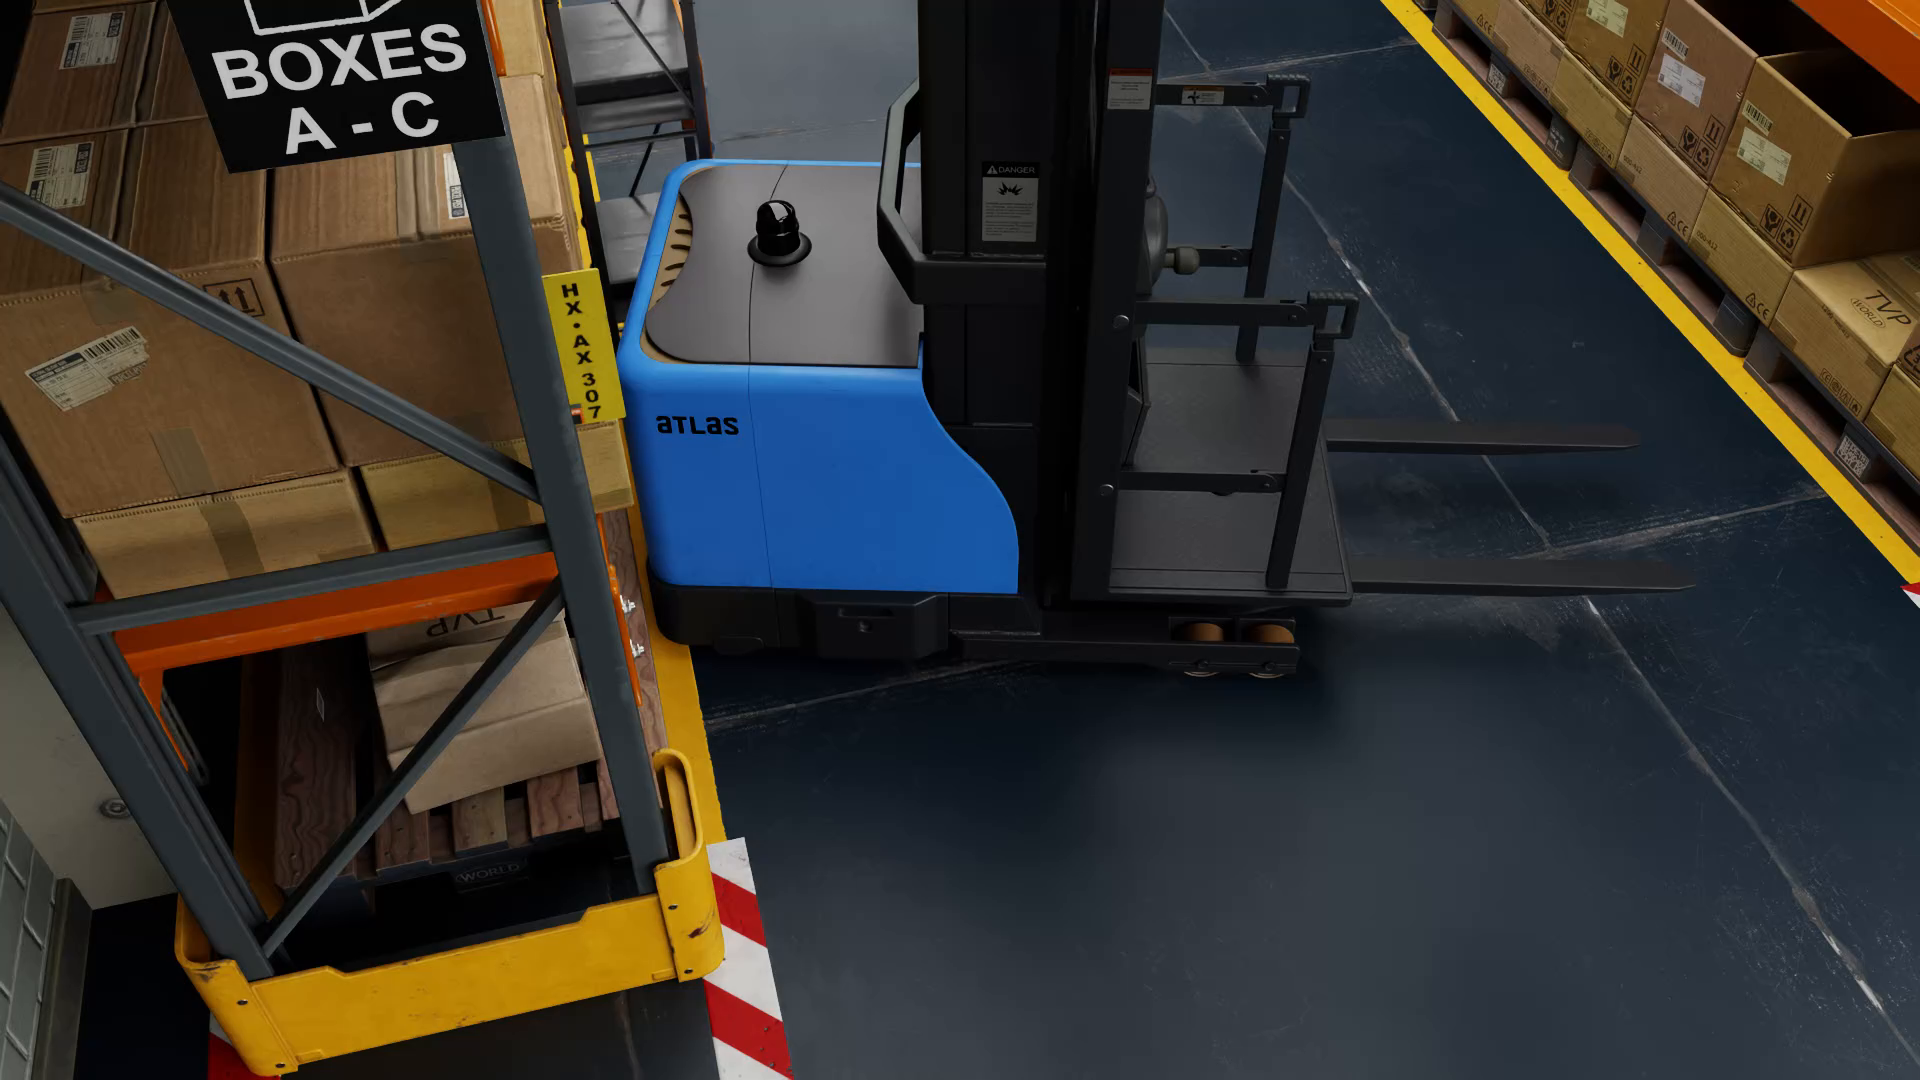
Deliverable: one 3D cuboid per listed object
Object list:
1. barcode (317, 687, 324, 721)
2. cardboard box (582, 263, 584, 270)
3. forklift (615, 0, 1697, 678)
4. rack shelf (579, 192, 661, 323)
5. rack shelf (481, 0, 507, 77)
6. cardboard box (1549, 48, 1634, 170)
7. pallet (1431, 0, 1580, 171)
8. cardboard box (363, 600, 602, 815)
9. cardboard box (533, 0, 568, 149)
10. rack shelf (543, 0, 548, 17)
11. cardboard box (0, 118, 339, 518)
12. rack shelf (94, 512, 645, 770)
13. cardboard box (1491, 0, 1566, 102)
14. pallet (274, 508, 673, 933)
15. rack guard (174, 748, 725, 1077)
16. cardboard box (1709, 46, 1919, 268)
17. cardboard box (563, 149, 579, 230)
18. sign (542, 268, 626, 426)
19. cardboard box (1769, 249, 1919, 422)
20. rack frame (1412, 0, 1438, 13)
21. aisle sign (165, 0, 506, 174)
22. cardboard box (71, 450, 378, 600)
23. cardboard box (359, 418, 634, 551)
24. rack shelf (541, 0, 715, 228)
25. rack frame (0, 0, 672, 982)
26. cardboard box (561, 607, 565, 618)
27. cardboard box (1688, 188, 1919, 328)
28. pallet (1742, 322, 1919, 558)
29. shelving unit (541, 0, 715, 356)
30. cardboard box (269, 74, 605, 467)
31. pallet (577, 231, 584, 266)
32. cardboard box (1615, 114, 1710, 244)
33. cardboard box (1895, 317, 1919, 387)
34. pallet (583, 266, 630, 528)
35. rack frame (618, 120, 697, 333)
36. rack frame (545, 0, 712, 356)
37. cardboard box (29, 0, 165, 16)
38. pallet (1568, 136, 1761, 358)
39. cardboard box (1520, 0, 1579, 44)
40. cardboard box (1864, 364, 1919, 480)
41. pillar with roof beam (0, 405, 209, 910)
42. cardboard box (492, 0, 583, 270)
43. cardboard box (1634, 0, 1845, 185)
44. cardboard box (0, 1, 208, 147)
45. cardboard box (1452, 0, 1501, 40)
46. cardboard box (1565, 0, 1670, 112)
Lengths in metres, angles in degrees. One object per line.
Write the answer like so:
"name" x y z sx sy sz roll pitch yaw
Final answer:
"barcode" -1.654 0.425 4.301 0.001 0.075 0.075 -11 47 -10
"cardboard box" -1.137 -0.631 3.859 0.500 0.250 0.500 -12 47 -12
"forklift" 0.630 -1.011 4.189 3.031 2.935 1.130 1 46 1
"rack shelf" -1.011 -0.850 5.611 0.431 0.518 0.480 -11 47 -11
"rack shelf" -1.685 -2.104 3.615 1.077 0.370 4.000 -11 47 -10
"cardboard box" 2.663 -1.712 6.459 0.500 0.250 0.500 -11 47 -10
"pallet" 2.754 -2.062 7.123 1.003 0.211 1.213 -11 47 -10
"cardboard box" -1.263 0.368 4.364 0.500 0.311 0.500 -16 48 -15
"cardboard box" -1.247 -1.228 3.919 0.500 0.500 0.500 -12 47 -12
"rack shelf" -1.012 -1.832 4.613 0.431 0.518 0.480 -11 47 -11
"cardboard box" -1.499 -0.429 3.136 0.500 0.500 0.500 -11 47 -11
"rack shelf" -1.685 -1.054 4.687 1.077 0.370 4.000 -11 47 -10
"cardboard box" 2.540 -2.058 6.798 0.500 0.250 0.500 -11 47 -10
"pallet" -1.366 0.431 4.680 1.003 0.211 1.213 -11 47 -10
"rack guard" -1.192 0.897 4.021 1.175 0.500 0.348 -11 47 -10
"cardboard box" 2.920 -1.284 5.514 0.500 0.500 0.500 -11 47 -10
"cardboard box" -1.262 -0.983 4.205 0.500 0.250 0.500 -11 47 -11
"sign" -0.648 -0.328 2.865 0.100 0.325 0.005 -11 47 -10
"cardboard box" 3.052 -0.677 5.445 0.500 0.250 0.500 -11 47 -10
"rack frame" 2.591 -3.595 6.673 1.000 3.000 0.127 -11 47 -10
"aisle sign" -0.864 -0.840 2.153 0.394 0.787 0.004 -11 47 -10
"cardboard box" -1.480 -0.167 3.404 0.500 0.250 0.500 -10 46 -10
"cardboard box" -0.991 -0.275 3.510 0.500 0.250 0.500 -12 47 -11
"rack shelf" -1.011 -1.341 5.112 0.431 0.518 0.480 -11 47 -11
"rack frame" -1.173 0.075 3.076 1.000 3.000 0.127 -11 47 -10
"cardboard box" -1.409 -0.026 4.750 0.500 0.311 0.500 -7 46 -7
"cardboard box" 2.923 -1.022 5.783 0.500 0.250 0.500 -11 47 -10
"pallet" 3.379 -0.378 5.472 1.003 0.211 1.213 -11 47 -10
"shelving unit" -1.011 -1.350 5.102 0.431 2.100 0.503 -11 47 -11
"cardboard box" -1.004 -0.527 3.232 0.500 0.500 0.500 -11 47 -10
"pallet" -1.991 -1.254 6.331 1.003 0.211 1.213 -11 47 -10
"cardboard box" 2.796 -1.368 6.121 0.500 0.250 0.500 -11 47 -10
"cardboard box" 3.190 -0.596 4.840 0.500 0.500 0.500 -11 47 -10
"pallet" -1.675 -0.410 5.504 1.003 0.211 1.213 -11 47 -10
"rack frame" -1.077 -1.518 5.267 0.400 2.100 0.015 -11 47 -11
"rack frame" -0.946 -1.183 4.937 0.400 2.100 0.015 -11 47 -11
"cardboard box" -1.755 -1.134 3.827 0.500 0.500 0.500 -12 47 -11
"pallet" 3.070 -1.219 6.296 1.003 0.211 1.213 -11 47 -10
"cardboard box" 2.543 -2.321 6.531 0.500 0.500 0.500 -11 47 -10
"cardboard box" 3.192 -0.334 5.109 0.500 0.250 0.500 -11 47 -10
"pillar with roof beam" 1.973 -3.137 2.024 9.100 9.000 0.400 -11 47 -10
"cardboard box" -1.121 -0.870 3.568 0.500 0.500 0.500 -11 47 -10
"cardboard box" 2.793 -1.630 5.853 0.500 0.500 0.500 -11 47 -10
"cardboard box" -1.618 -0.778 3.478 0.500 0.500 0.500 -10 46 -10
"cardboard box" 2.417 -2.404 7.137 0.500 0.250 0.500 -11 47 -10
"cardboard box" 2.663 -1.974 6.191 0.500 0.500 0.500 -11 47 -10
